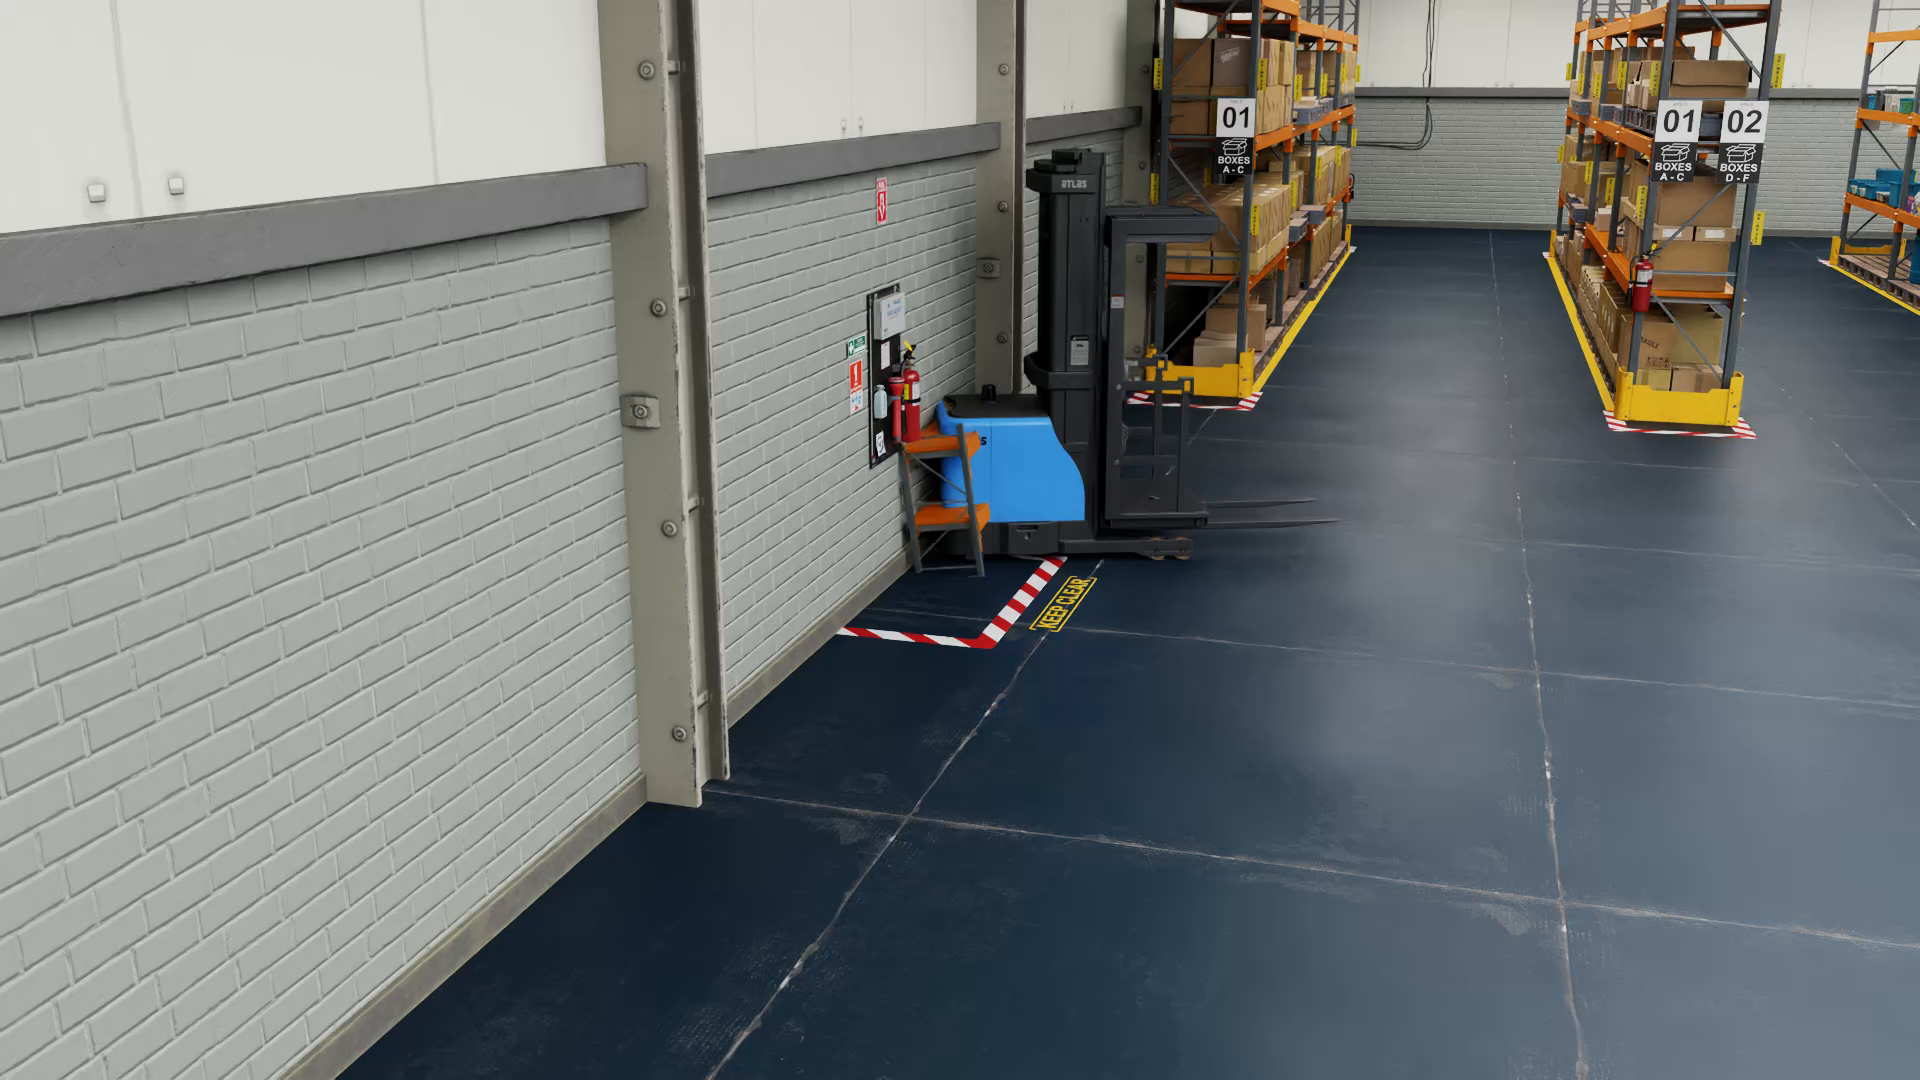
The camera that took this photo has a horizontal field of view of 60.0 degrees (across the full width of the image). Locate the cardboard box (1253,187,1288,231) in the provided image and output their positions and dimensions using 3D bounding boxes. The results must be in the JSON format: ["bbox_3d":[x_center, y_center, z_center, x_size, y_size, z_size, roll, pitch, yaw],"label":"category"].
[{"bbox_3d":[3.819,-4.145,20.809,0.500,0.500,0.500,5,16,16],"label":"cardboard box"}]

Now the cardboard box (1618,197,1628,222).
[{"bbox_3d":[9.220,-4.396,22.649,0.500,0.500,0.500,4,16,13],"label":"cardboard box"}]

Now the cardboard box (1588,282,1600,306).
[{"bbox_3d":[8.670,-3.286,22.160,0.500,0.311,0.500,5,16,16],"label":"cardboard box"}]

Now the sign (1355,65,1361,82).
[{"bbox_3d":[7.720,-9.050,32.264,0.100,0.325,0.005,5,16,16],"label":"sign"}]

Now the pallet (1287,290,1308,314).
[{"bbox_3d":[4.707,-3.626,25.226,1.003,0.211,1.213,5,16,16],"label":"pallet"}]

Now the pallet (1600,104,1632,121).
[{"bbox_3d":[9.574,-5.956,23.181,1.213,0.211,1.003,5,17,18],"label":"pallet"}]

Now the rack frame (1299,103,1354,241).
[{"bbox_3d":[7.204,-7.265,32.945,1.000,3.000,0.127,5,16,16],"label":"rack frame"}]

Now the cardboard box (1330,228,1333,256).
[{"bbox_3d":[6.378,-5.405,30.201,0.700,0.500,0.500,5,17,17],"label":"cardboard box"}]

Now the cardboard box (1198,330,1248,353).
[{"bbox_3d":[3.102,-2.320,19.633,0.500,0.311,0.500,6,17,20],"label":"cardboard box"}]

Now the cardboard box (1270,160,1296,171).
[{"bbox_3d":[4.861,-5.651,25.077,0.380,0.149,0.250,2,16,9],"label":"cardboard box"}]

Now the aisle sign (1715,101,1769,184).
[{"bbox_3d":[7.682,-3.905,16.337,0.394,0.787,0.004,5,16,16],"label":"aisle sign"}]

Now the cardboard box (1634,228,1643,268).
[{"bbox_3d":[7.990,-3.270,18.678,0.700,0.500,0.500,5,17,18],"label":"cardboard box"}]

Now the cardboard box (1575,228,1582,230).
[{"bbox_3d":[11.347,-5.338,29.919,0.797,0.503,0.637,5,16,16],"label":"cardboard box"}]

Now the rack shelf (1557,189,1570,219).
[{"bbox_3d":[11.386,-6.012,29.847,1.077,0.370,4.000,5,16,16],"label":"rack shelf"}]

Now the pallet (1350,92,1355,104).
[{"bbox_3d":[7.003,-8.470,31.860,1.003,0.211,1.213,5,16,16],"label":"pallet"}]

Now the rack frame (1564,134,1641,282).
[{"bbox_3d":[10.818,-5.835,27.904,1.000,3.000,0.127,5,16,16],"label":"rack frame"}]

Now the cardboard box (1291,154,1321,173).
[{"bbox_3d":[5.315,-5.840,25.781,0.500,0.250,0.500,5,17,17],"label":"cardboard box"}]

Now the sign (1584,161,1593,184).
[{"bbox_3d":[9.158,-5.347,24.207,0.100,0.325,0.005,5,16,16],"label":"sign"}]

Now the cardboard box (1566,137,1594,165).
[{"bbox_3d":[11.287,-7.047,30.162,0.500,0.500,0.500,5,17,17],"label":"cardboard box"}]

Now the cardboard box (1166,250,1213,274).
[{"bbox_3d":[2.604,-3.153,18.688,0.500,0.250,0.500,5,17,17],"label":"cardboard box"}]

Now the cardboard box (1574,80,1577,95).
[{"bbox_3d":[11.128,-7.987,29.352,0.500,0.250,0.500,5,16,16],"label":"cardboard box"}]

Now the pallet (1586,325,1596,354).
[{"bbox_3d":[8.716,-2.596,21.596,1.003,0.211,1.213,5,16,16],"label":"pallet"}]

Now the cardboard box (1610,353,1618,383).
[{"bbox_3d":[7.407,-1.870,18.193,0.500,0.250,0.500,5,16,16],"label":"cardboard box"}]

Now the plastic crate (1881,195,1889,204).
[{"bbox_3d":[15.626,-5.660,27.682,0.437,0.125,0.590,5,16,16],"label":"plastic crate"}]

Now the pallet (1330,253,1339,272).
[{"bbox_3d":[6.358,-5.070,30.316,1.003,0.211,1.213,5,16,16],"label":"pallet"}]

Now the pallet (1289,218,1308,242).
[{"bbox_3d":[4.150,-4.222,22.567,1.003,0.211,1.213,5,16,16],"label":"pallet"}]

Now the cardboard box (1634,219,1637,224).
[{"bbox_3d":[7.845,-3.641,18.798,0.380,0.149,0.250,4,16,15],"label":"cardboard box"}]

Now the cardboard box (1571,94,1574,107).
[{"bbox_3d":[11.270,-7.877,29.881,0.500,0.250,0.500,5,16,16],"label":"cardboard box"}]

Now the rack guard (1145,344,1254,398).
[{"bbox_3d":[2.679,-1.896,18.598,1.175,0.500,0.348,5,16,16],"label":"rack guard"}]

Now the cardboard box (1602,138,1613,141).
[{"bbox_3d":[11.660,-6.870,29.539,0.500,0.500,0.500,5,17,18],"label":"cardboard box"}]

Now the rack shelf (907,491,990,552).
[{"bbox_3d":[0.012,-0.185,12.329,0.538,0.278,1.000,-3,17,16],"label":"rack shelf"}]

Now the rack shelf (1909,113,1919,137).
[{"bbox_3d":[14.997,-6.024,24.391,1.077,0.370,4.000,5,16,16],"label":"rack shelf"}]

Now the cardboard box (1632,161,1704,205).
[{"bbox_3d":[8.282,-4.165,19.457,0.700,0.500,0.500,5,16,16],"label":"cardboard box"}]

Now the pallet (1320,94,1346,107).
[{"bbox_3d":[6.310,-7.832,29.610,1.003,0.211,1.213,5,16,16],"label":"pallet"}]

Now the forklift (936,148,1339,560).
[{"bbox_3d":[1.327,-1.403,12.406,3.031,2.935,1.130,-1,16,-4],"label":"forklift"}]

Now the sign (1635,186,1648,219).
[{"bbox_3d":[6.891,-3.412,16.807,0.100,0.325,0.005,5,16,16],"label":"sign"}]

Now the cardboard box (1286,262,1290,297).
[{"bbox_3d":[4.518,-3.863,24.725,0.700,0.500,0.500,5,16,16],"label":"cardboard box"}]

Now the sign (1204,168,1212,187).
[{"bbox_3d":[3.261,-4.724,21.867,0.100,0.325,0.005,5,16,16],"label":"sign"}]

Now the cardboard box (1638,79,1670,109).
[{"bbox_3d":[7.640,-4.832,18.009,0.500,0.311,0.500,7,17,22],"label":"cardboard box"}]

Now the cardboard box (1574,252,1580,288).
[{"bbox_3d":[9.869,-4.196,25.900,0.500,0.500,0.500,4,16,14],"label":"cardboard box"}]

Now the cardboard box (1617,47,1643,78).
[{"bbox_3d":[9.811,-6.874,24.056,0.500,0.500,0.500,5,16,16],"label":"cardboard box"}]

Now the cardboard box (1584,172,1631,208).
[{"bbox_3d":[9.752,-5.212,24.756,0.700,0.500,0.500,-1,16,-3],"label":"cardboard box"}]

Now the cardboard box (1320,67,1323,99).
[{"bbox_3d":[5.616,-7.549,27.459,0.700,0.500,0.500,4,16,15],"label":"cardboard box"}]

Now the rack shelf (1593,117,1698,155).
[{"bbox_3d":[9.113,-5.362,22.059,1.077,0.370,4.000,5,16,16],"label":"rack shelf"}]

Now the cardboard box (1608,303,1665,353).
[{"bbox_3d":[7.545,-2.362,18.554,0.500,0.500,0.500,5,16,16],"label":"cardboard box"}]

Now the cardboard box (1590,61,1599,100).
[{"bbox_3d":[10.604,-7.450,26.966,0.600,0.600,0.600,3,16,11],"label":"cardboard box"}]

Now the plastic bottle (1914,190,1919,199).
[{"bbox_3d":[15.143,-5.349,26.280,0.144,0.351,0.185,5,16,16],"label":"plastic bottle"}]

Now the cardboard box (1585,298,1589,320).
[{"bbox_3d":[8.820,-3.151,22.712,0.500,0.250,0.500,5,17,17],"label":"cardboard box"}]

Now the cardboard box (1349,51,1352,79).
[{"bbox_3d":[6.965,-8.767,30.691,0.500,0.500,0.500,4,16,13],"label":"cardboard box"}]

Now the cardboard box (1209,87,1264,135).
[{"bbox_3d":[2.992,-4.648,18.001,0.500,0.500,0.500,5,17,17],"label":"cardboard box"}]

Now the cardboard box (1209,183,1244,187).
[{"bbox_3d":[3.460,-4.317,21.415,0.500,0.500,0.500,4,16,15],"label":"cardboard box"}]

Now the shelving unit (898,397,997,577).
[{"bbox_3d":[-0.021,-0.417,12.260,0.538,1.125,1.048,-3,17,16],"label":"shelving unit"}]

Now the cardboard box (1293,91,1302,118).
[{"bbox_3d":[4.473,-6.342,23.969,0.797,0.503,0.637,7,17,24],"label":"cardboard box"}]

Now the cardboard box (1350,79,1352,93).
[{"bbox_3d":[7.103,-8.537,31.256,0.500,0.250,0.500,4,16,14],"label":"cardboard box"}]

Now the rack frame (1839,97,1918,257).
[{"bbox_3d":[16.702,-6.496,30.236,1.000,3.000,0.127,5,16,16],"label":"rack frame"}]

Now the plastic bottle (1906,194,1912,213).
[{"bbox_3d":[15.052,-5.331,26.341,0.061,0.283,0.133,5,16,16],"label":"plastic bottle"}]

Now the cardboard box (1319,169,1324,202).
[{"bbox_3d":[5.472,-5.616,26.367,0.500,0.500,0.500,5,17,18],"label":"cardboard box"}]

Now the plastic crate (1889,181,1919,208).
[{"bbox_3d":[15.371,-5.620,27.064,0.392,0.384,0.575,5,16,16],"label":"plastic crate"}]

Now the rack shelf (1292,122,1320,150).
[{"bbox_3d":[4.362,-5.745,23.410,1.077,0.370,4.000,5,16,16],"label":"rack shelf"}]

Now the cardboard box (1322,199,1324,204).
[{"bbox_3d":[5.925,-5.732,27.965,0.380,0.149,0.250,5,16,16],"label":"cardboard box"}]
